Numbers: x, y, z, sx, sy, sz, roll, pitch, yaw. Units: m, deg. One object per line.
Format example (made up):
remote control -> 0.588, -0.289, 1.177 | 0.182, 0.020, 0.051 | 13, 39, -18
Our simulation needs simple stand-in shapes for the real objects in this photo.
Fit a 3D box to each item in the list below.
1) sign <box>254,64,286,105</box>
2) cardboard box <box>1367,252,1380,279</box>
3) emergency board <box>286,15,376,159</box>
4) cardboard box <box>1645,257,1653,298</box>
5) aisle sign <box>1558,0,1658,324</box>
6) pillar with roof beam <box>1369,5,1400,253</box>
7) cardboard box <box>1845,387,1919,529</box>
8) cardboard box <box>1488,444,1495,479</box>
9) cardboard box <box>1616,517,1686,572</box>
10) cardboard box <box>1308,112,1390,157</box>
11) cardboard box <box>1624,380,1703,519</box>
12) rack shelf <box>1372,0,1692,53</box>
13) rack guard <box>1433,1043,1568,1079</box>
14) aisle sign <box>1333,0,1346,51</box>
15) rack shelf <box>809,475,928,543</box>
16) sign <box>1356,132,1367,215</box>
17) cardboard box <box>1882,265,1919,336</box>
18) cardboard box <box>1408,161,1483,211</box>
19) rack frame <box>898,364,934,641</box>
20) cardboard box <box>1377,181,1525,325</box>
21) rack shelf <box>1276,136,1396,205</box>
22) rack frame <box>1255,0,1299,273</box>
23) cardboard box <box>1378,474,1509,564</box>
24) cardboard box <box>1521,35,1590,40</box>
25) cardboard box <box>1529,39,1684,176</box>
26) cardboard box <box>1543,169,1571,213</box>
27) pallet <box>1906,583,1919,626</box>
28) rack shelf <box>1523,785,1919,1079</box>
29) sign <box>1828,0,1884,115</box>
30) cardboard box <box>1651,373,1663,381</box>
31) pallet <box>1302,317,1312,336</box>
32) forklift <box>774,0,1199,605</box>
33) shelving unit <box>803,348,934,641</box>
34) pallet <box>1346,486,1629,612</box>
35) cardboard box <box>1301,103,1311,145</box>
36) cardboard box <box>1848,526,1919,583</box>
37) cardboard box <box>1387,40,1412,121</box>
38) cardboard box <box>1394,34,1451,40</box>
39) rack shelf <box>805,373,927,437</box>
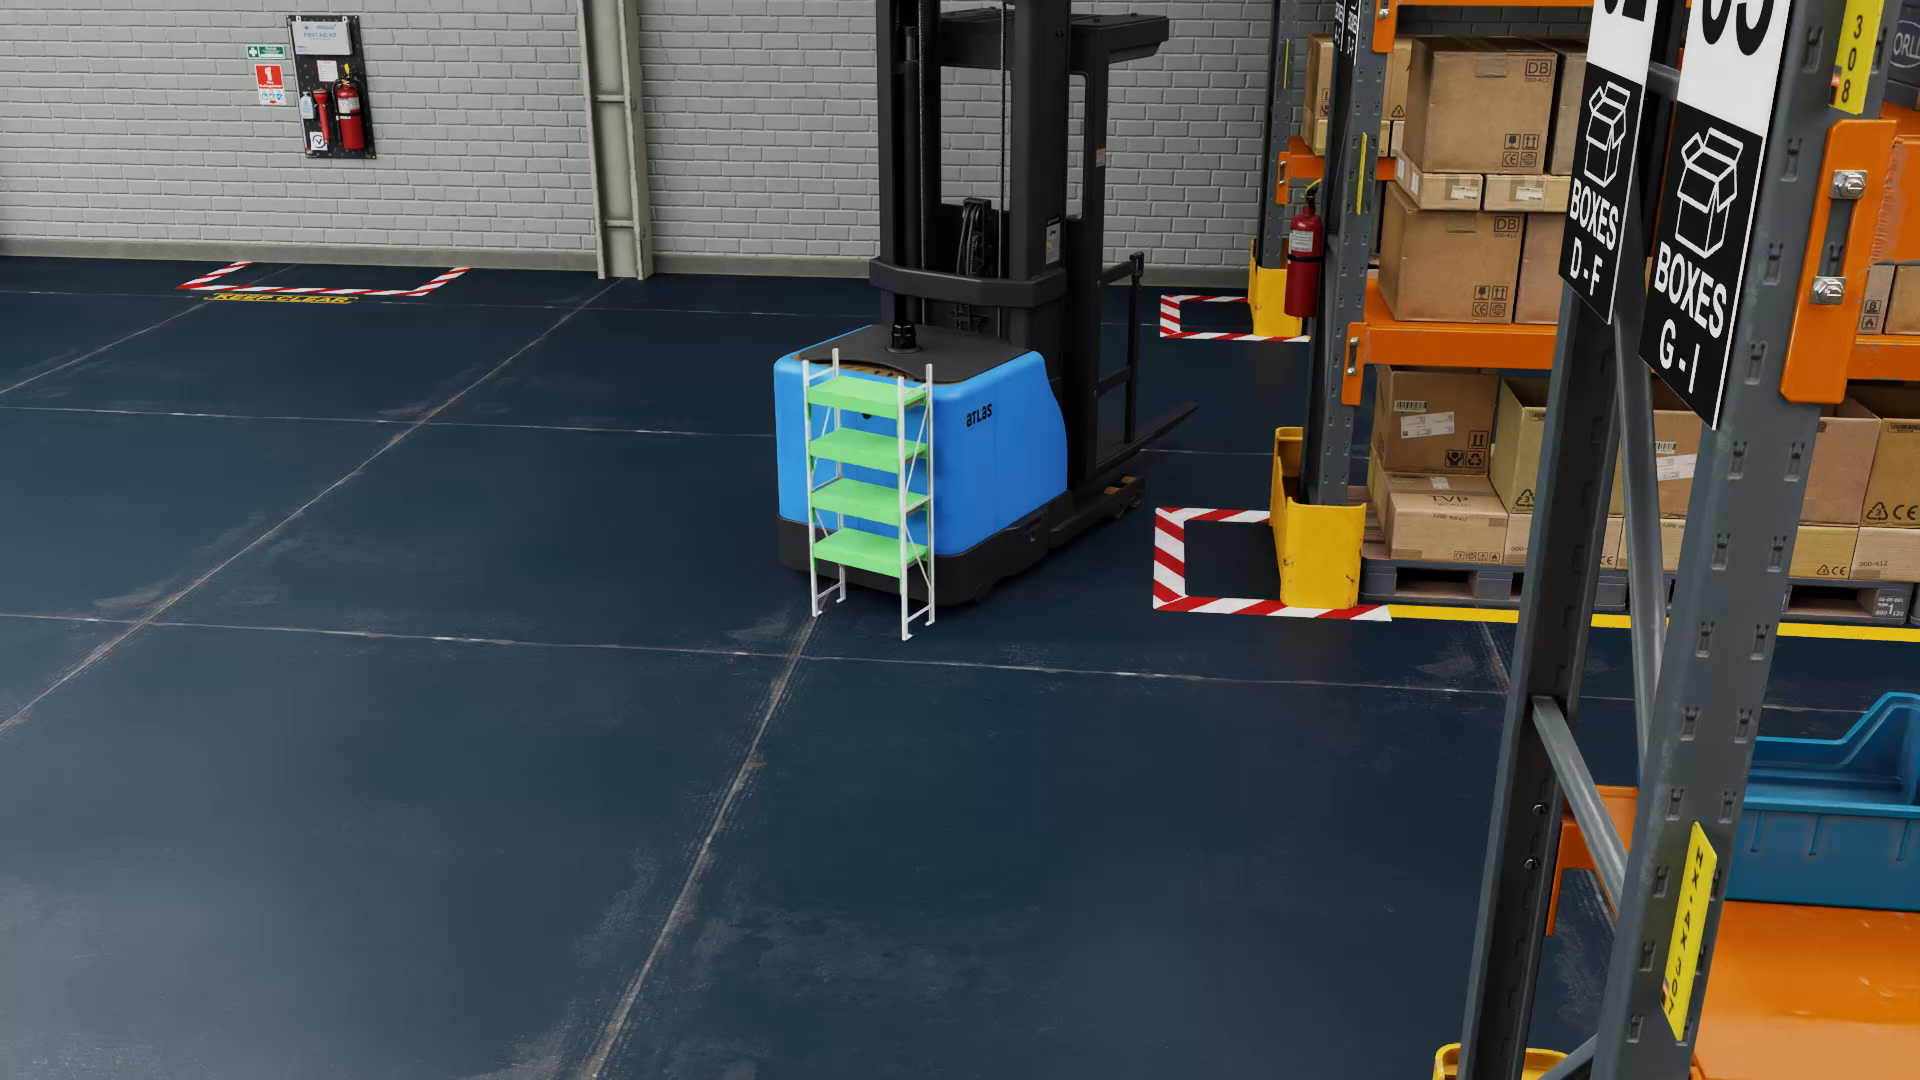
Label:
sign -> -5.821, -3.845, 14.037 | 0.234, 0.329, 0.001 | 2, 22, 6
cardboard box -> 3.003, -1.992, 12.457 | 0.500, 0.311, 0.500 | 0, 22, 0
emergency board -> -5.284, -3.767, 13.887 | 0.643, 1.169, 0.194 | 2, 22, 6
cardboard box -> 3.224, -1.269, 7.434 | 0.500, 0.500, 0.700 | 3, 22, 7
aisle sign -> 1.124, -0.804, 2.858 | 0.004, 0.787, 0.394 | 2, 22, 6
pillar with roof beam -> 2.617, -4.604, 7.846 | 0.400, 9.000, 9.100 | 2, 22, 6
cardboard box -> 4.241, -0.371, 7.446 | 0.500, 0.500, 0.500 | 2, 22, 6
cardboard box -> 2.813, -0.276, 8.227 | 0.500, 0.250, 0.500 | 2, 22, 6
cardboard box -> 3.247, -0.062, 7.685 | 0.500, 0.250, 0.500 | 2, 22, 6
cardboard box -> 2.774, -2.903, 11.880 | 0.500, 0.250, 0.500 | 2, 22, 5
cardboard box -> 3.249, -0.415, 7.558 | 0.500, 0.500, 0.500 | 2, 22, 6
rack shelf -> 3.733, -2.266, 6.990 | 4.000, 0.370, 1.077 | 2, 22, 6
rack guard -> 1.242, 1.665, 3.548 | 0.348, 0.500, 1.175 | 2, 22, 6
aisle sign -> 1.717, -2.611, 7.428 | 0.004, 0.787, 0.394 | 2, 22, 6
rack shelf -> -0.394, -0.140, 7.334 | 0.480, 0.148, 0.258 | 13, 25, 29
sign -> 1.676, -1.529, 6.942 | 0.005, 0.325, 0.100 | 2, 22, 6
cardboard box -> 4.256, -1.226, 7.325 | 0.500, 0.500, 0.700 | 3, 22, 7
cardboard box -> 2.112, -1.544, 7.248 | 0.250, 0.149, 0.380 | 2, 22, 6
rack frame -> -0.186, -0.152, 7.191 | 0.015, 1.200, 0.240 | 13, 25, 29
cardboard box -> 2.209, -1.314, 7.546 | 0.500, 0.500, 0.700 | 3, 22, 6
rack shelf -> 4.313, -2.680, 12.116 | 4.000, 0.370, 1.077 | 2, 22, 6
rack frame -> 2.327, -3.101, 12.203 | 0.127, 3.000, 1.000 | 2, 22, 6
cardboard box -> 2.254, -0.104, 7.792 | 0.500, 0.250, 0.500 | 2, 22, 6
cardboard box -> 4.332, -3.378, 12.062 | 0.500, 0.500, 0.500 | 3, 22, 7
cardboard box -> 2.785, -1.894, 7.250 | 0.500, 0.500, 0.700 | 2, 22, 5
cardboard box -> 2.622, -1.523, 7.193 | 0.250, 0.149, 0.380 | 3, 22, 7
pallet -> 4.935, 0.128, 7.828 | 1.213, 0.211, 1.003 | 2, 22, 6
rack shelf -> 3.147, 0.937, 2.967 | 4.000, 0.370, 1.077 | 2, 22, 6
sign -> 1.092, -0.682, 1.993 | 0.005, 0.325, 0.100 | 2, 22, 6
cardboard box -> 3.310, -0.605, 8.038 | 0.500, 0.500, 0.500 | 2, 22, 6
pallet -> 3.205, -1.753, 12.586 | 1.213, 0.211, 1.003 | 2, 22, 6
forklift -> 0.335, -1.559, 8.398 | 1.130, 2.935, 3.031 | 13, 25, 30
shelving unit -> -0.394, -0.199, 7.310 | 0.503, 1.200, 0.258 | 13, 25, 29
pallet -> 2.512, 0.023, 8.095 | 1.213, 0.211, 1.003 | 2, 22, 6
cardboard box -> 2.814, -3.091, 12.355 | 0.500, 0.250, 0.500 | 3, 22, 7
cardboard box -> 4.240, -0.017, 7.572 | 0.500, 0.250, 0.500 | 2, 22, 6
cardboard box -> 3.255, -3.234, 11.696 | 0.500, 0.500, 0.500 | 3, 22, 6
cardboard box -> 3.318, -3.421, 12.169 | 0.500, 0.500, 0.500 | 3, 22, 7
rack shelf -> -0.395, -0.586, 7.155 | 0.480, 0.148, 0.258 | 13, 25, 29
